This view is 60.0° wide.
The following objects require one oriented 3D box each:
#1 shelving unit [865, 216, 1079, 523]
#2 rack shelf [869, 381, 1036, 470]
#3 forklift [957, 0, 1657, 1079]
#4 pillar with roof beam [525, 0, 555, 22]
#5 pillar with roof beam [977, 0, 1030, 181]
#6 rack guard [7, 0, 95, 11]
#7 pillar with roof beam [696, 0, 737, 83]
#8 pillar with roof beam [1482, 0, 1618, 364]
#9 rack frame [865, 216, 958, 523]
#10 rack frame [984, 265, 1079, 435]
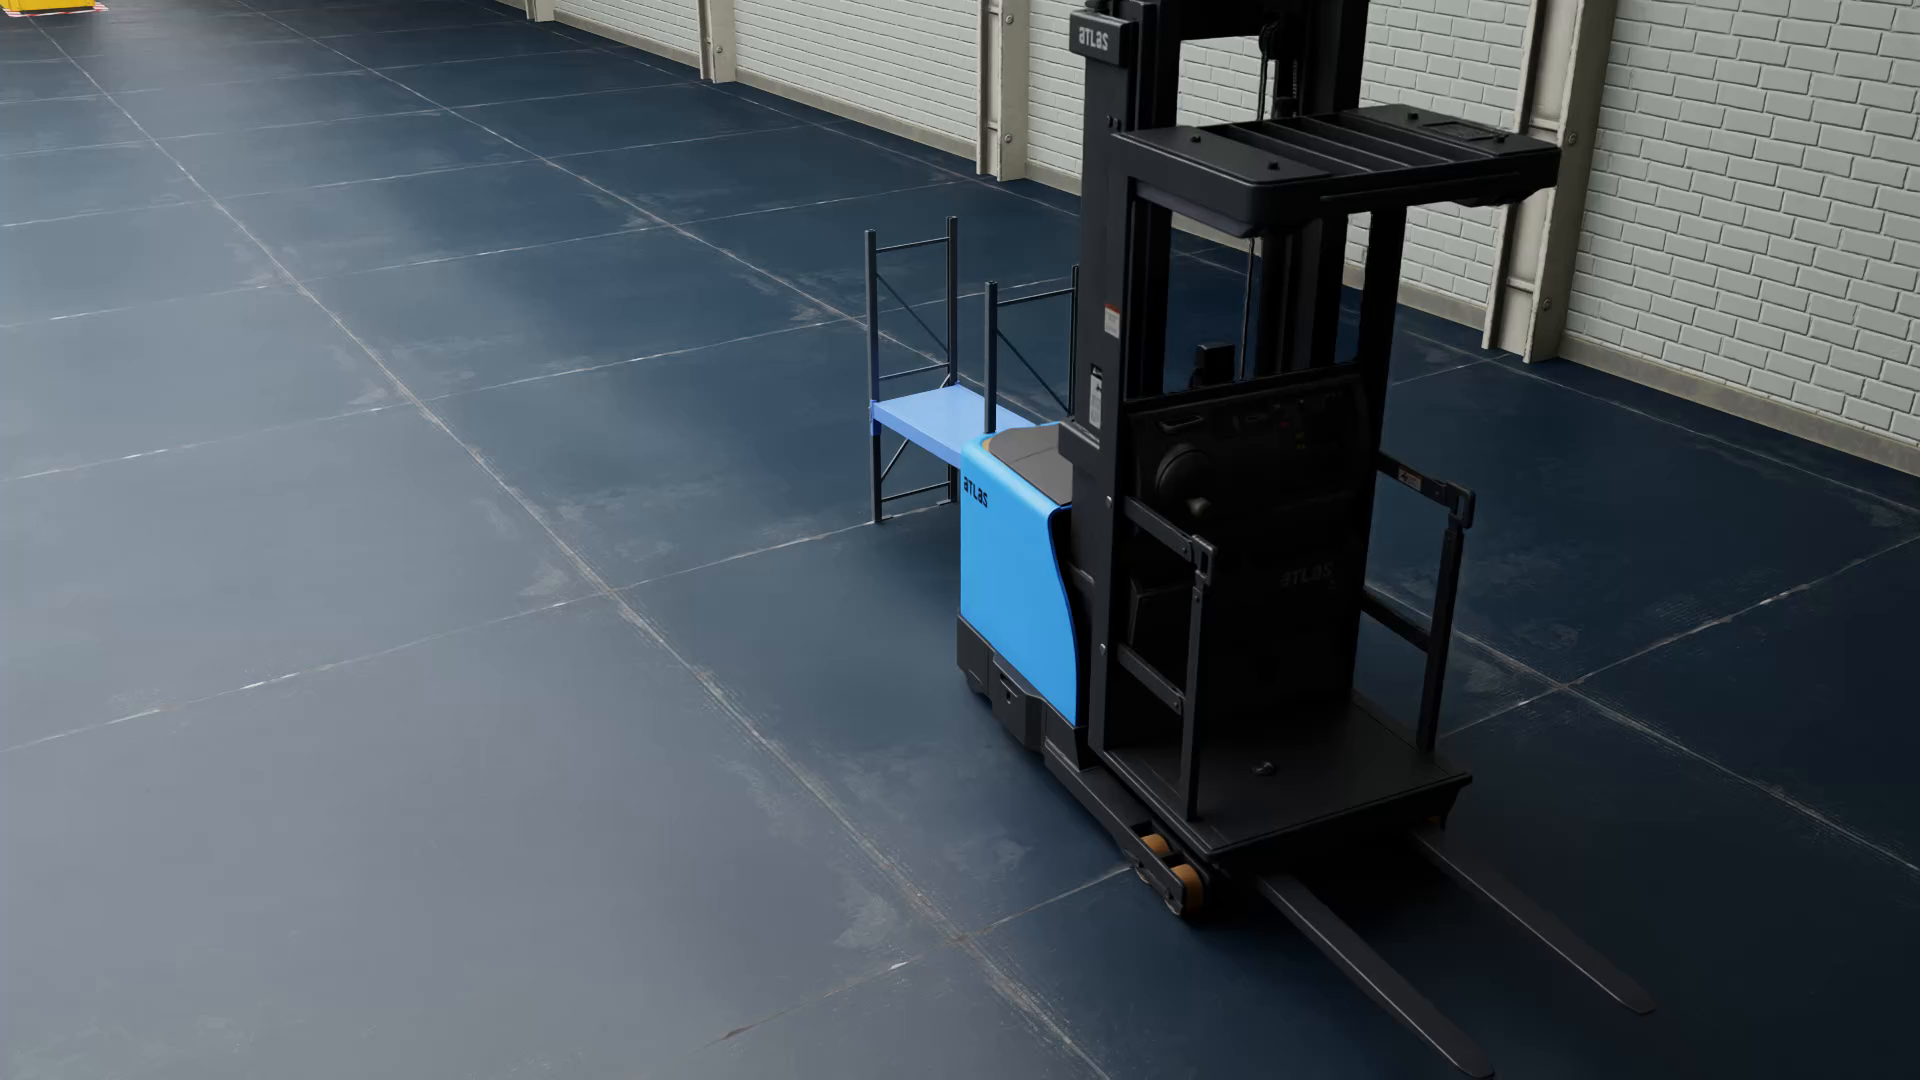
[{"bbox_3d":[0.047,-0.648,7.865,0.538,1.500,1.048,-16,29,-30],"label":"shelving unit"},{"bbox_3d":[0.047,-0.485,7.942,0.538,0.185,1.000,-16,29,-30],"label":"rack shelf"},{"bbox_3d":[1.077,-0.281,5.413,1.130,2.935,3.031,-12,28,-23],"label":"forklift"},{"bbox_3d":[-9.770,-10.739,20.457,9.100,9.000,0.400,-16,29,-30],"label":"pillar with roof beam"},{"bbox_3d":[-3.219,-6.447,11.365,9.100,9.000,0.400,-16,29,-30],"label":"pillar with roof beam"},{"bbox_3d":[-14.012,-8.455,25.575,1.175,0.500,0.348,-16,29,-30],"label":"rack guard"},{"bbox_3d":[-6.494,-8.593,15.911,9.100,9.000,0.400,-16,29,-30],"label":"pillar with roof beam"},{"bbox_3d":[0.056,-4.301,6.819,9.100,9.000,0.400,-16,29,-30],"label":"pillar with roof beam"},{"bbox_3d":[-0.231,-0.830,8.250,0.500,1.500,0.032,-16,29,-30],"label":"rack frame"},{"bbox_3d":[0.324,-0.466,7.480,0.500,1.500,0.032,-16,29,-30],"label":"rack frame"}]
